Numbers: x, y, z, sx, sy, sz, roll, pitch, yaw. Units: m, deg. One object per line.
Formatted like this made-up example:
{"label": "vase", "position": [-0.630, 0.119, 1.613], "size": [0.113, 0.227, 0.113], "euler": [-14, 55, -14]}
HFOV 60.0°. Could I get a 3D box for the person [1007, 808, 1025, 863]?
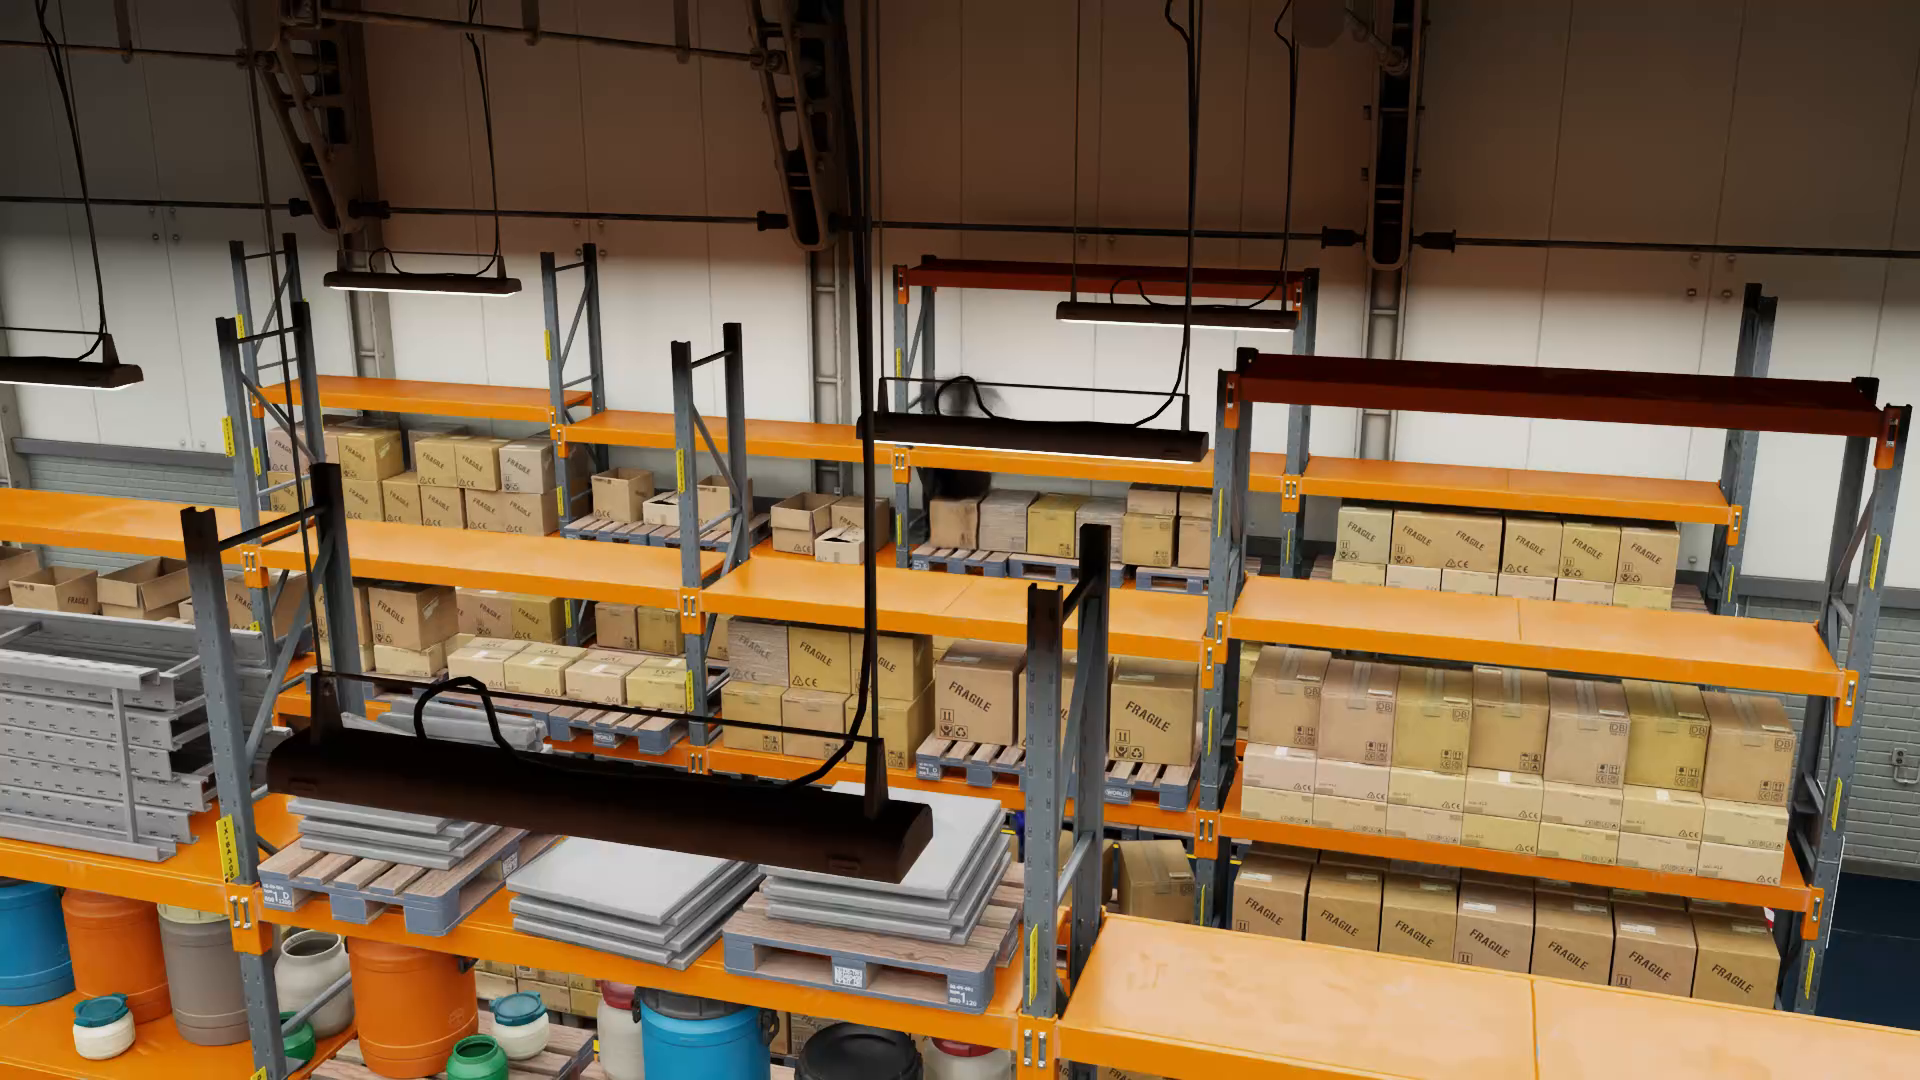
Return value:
{"label": "person", "position": [0.855, 3.059, 15.365], "size": [0.959, 1.620, 0.601], "euler": [1, 16, 5]}
